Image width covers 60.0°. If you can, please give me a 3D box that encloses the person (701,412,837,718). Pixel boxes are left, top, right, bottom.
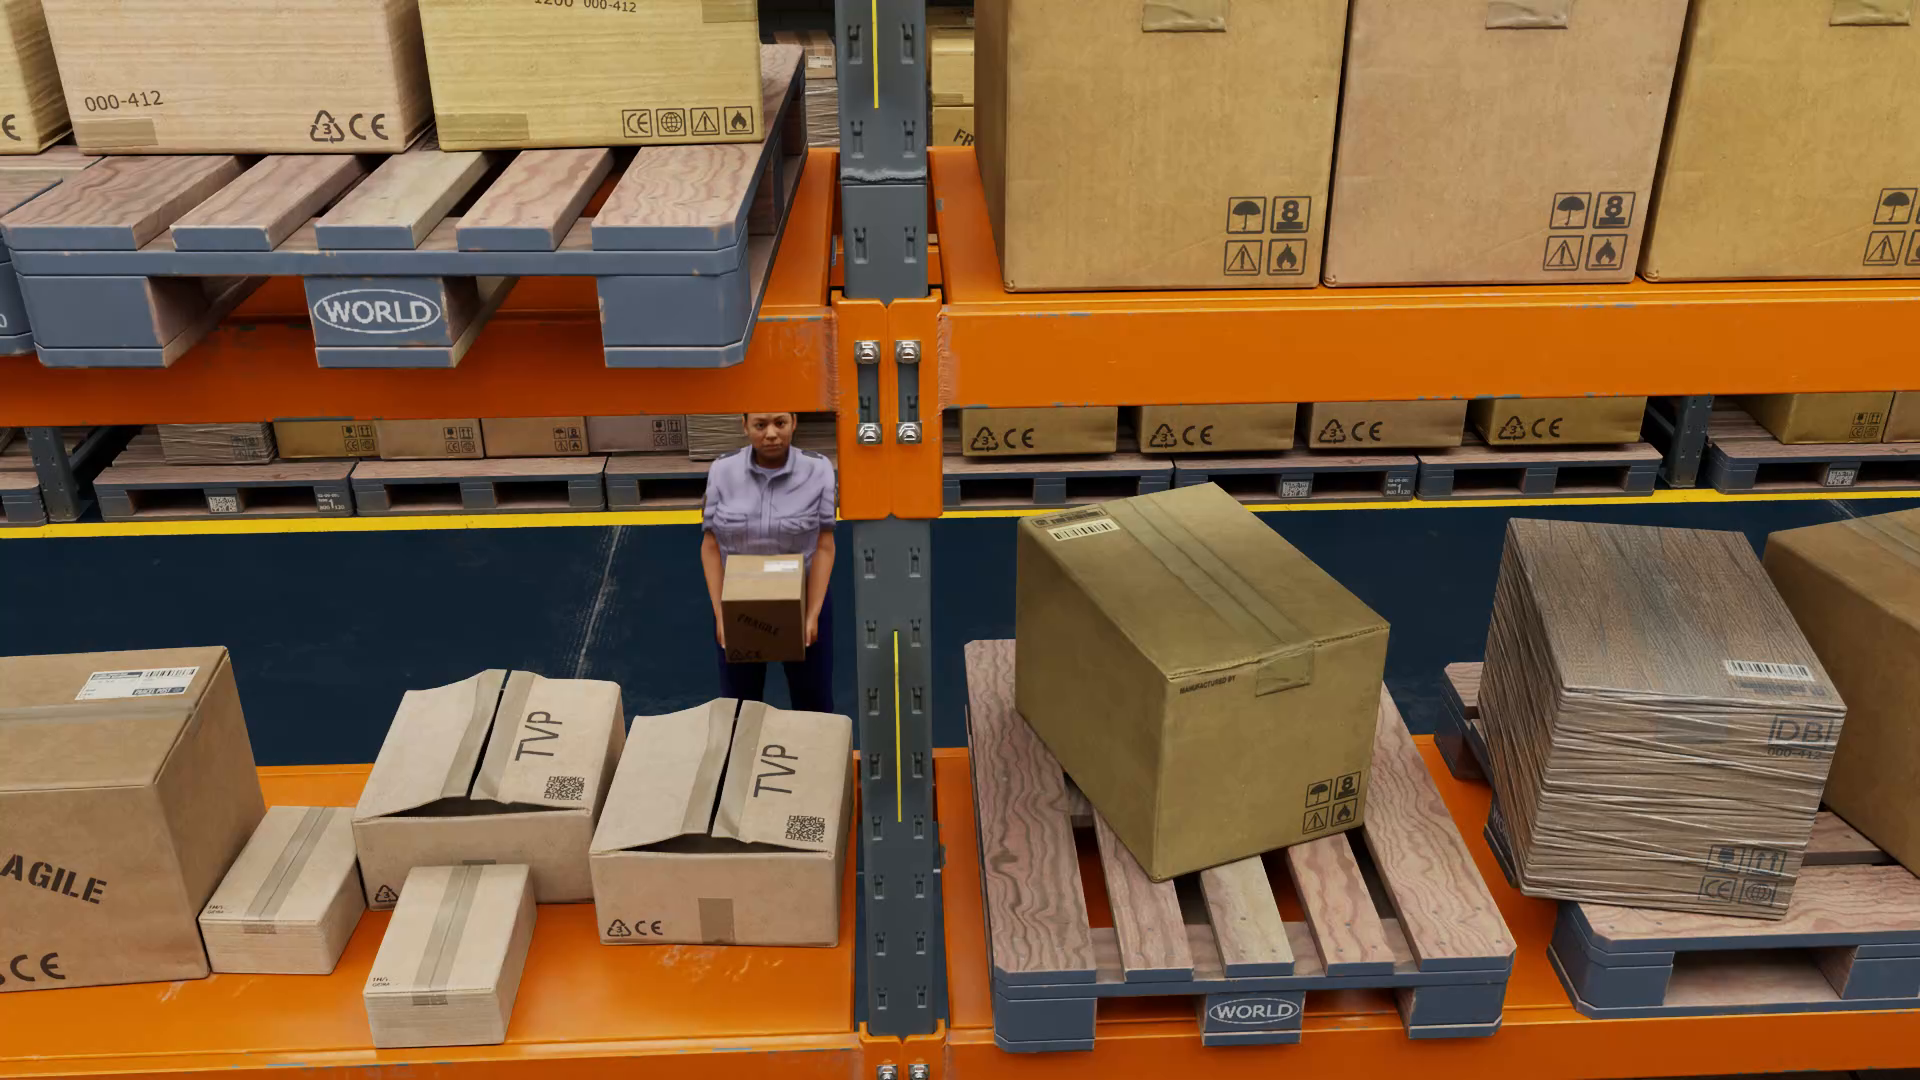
[{"bbox_3d":[-0.627,0.294,5.590,0.453,1.636,0.492,-1,28,-2],"label":"person"}]
